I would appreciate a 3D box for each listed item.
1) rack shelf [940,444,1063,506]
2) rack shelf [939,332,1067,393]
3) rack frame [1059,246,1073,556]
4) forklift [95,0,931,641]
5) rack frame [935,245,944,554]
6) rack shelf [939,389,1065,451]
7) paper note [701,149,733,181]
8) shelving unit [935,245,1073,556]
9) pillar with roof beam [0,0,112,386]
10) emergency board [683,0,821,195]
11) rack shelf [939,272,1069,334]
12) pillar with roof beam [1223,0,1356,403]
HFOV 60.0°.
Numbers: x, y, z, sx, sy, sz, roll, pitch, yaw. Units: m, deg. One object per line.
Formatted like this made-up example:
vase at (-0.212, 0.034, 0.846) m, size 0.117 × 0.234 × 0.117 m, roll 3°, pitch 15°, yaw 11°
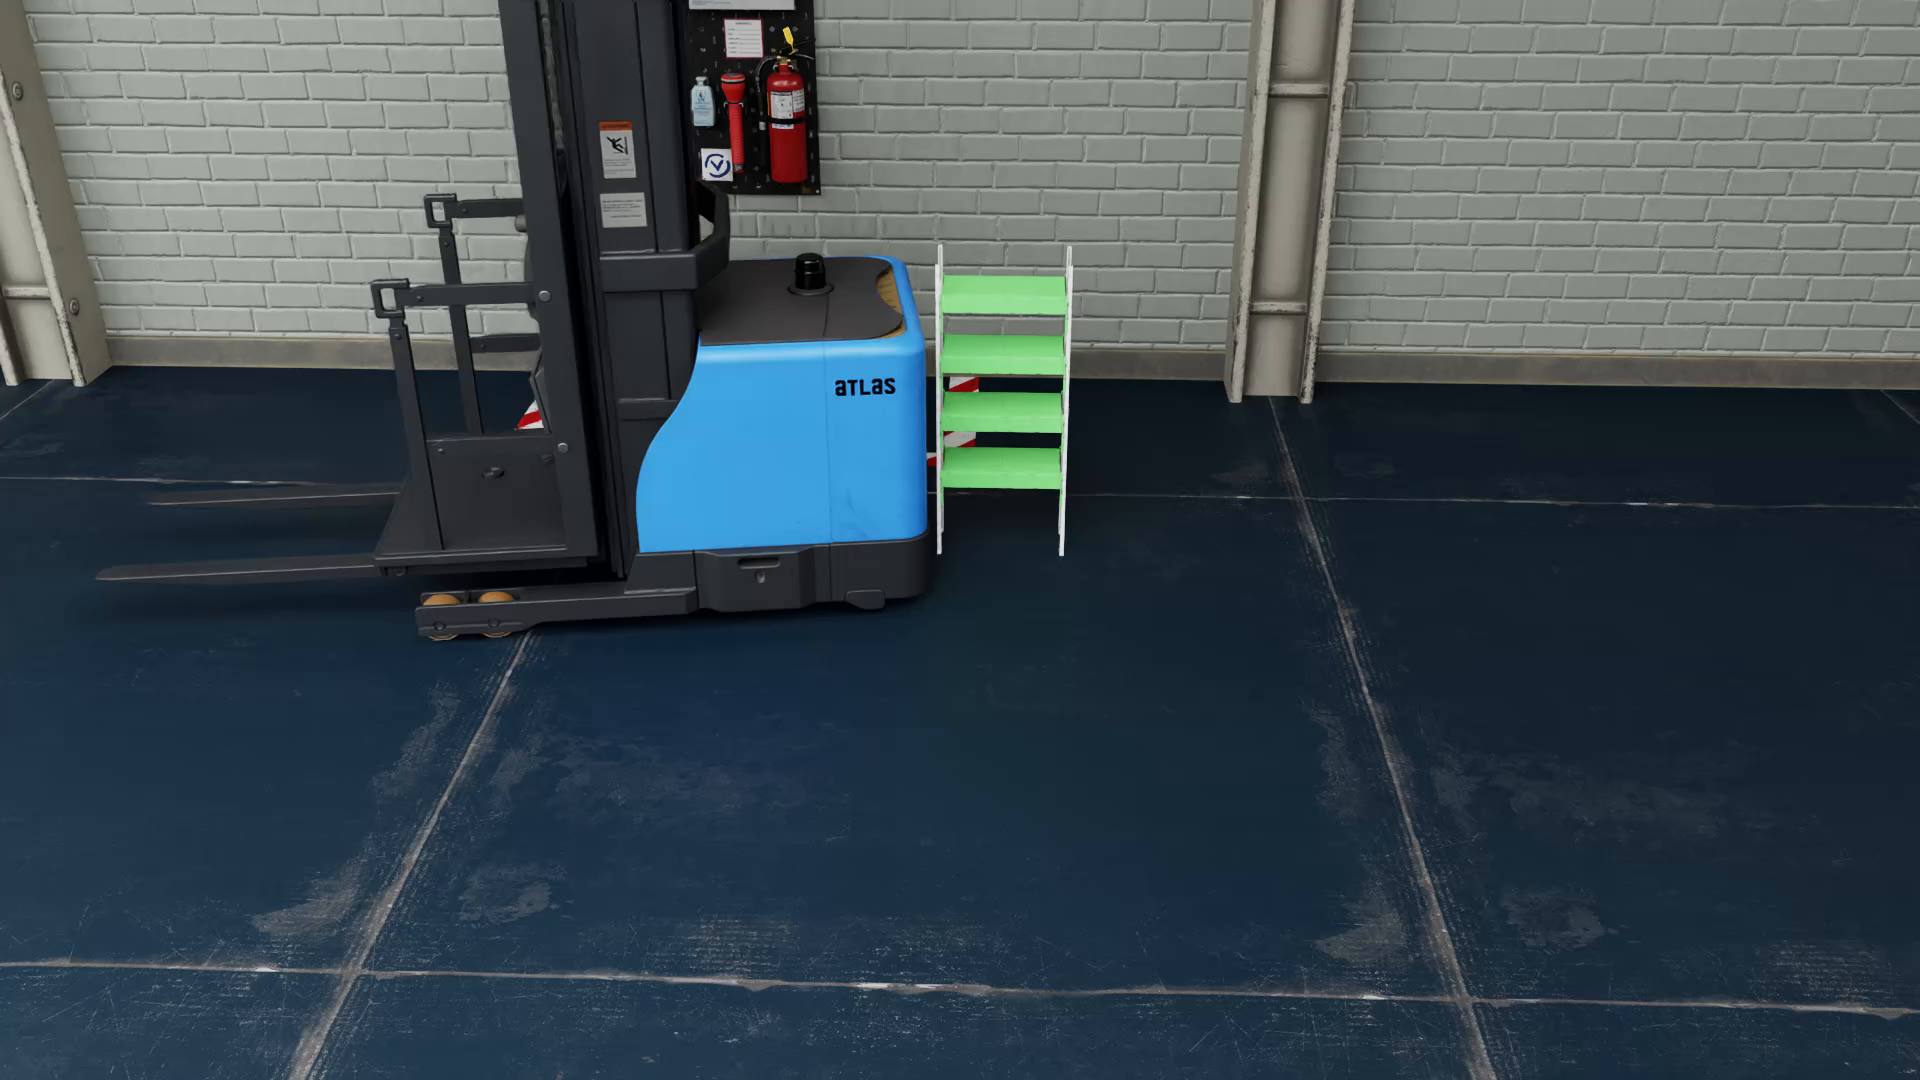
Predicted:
rack shelf at (0.165, -0.259, 6.606) m, size 0.480 × 0.148 × 0.258 m, roll 1°, pitch 28°, yaw 2°
rack shelf at (0.165, -0.683, 6.381) m, size 0.480 × 0.148 × 0.258 m, roll 1°, pitch 28°, yaw 2°
rack frame at (0.409, -0.523, 6.456) m, size 0.015 × 1.200 × 0.240 m, roll 1°, pitch 28°, yaw 2°
forklift at (-1.660, -1.189, 5.864) m, size 3.031 × 2.935 × 1.130 m, roll -3°, pitch 28°, yaw -5°
rack frame at (-0.078, -0.531, 6.471) m, size 0.015 × 1.200 × 0.240 m, roll 1°, pitch 28°, yaw 2°
rack shelf at (0.165, -0.471, 6.494) m, size 0.480 × 0.148 × 0.258 m, roll 1°, pitch 28°, yaw 2°
paper note at (-1.142, -1.762, 7.812) m, size 0.142 × 0.148 × 0.016 m, roll 1°, pitch 28°, yaw 2°
shelving unit at (0.165, -0.527, 6.464) m, size 0.503 × 1.200 × 0.258 m, roll 1°, pitch 28°, yaw 2°
pillar with roof beam at (-4.647, -2.792, 2.409) m, size 0.400 × 9.000 × 9.100 m, roll 1°, pitch 28°, yaw 2°
emergency board at (-0.967, -2.116, 7.539) m, size 0.643 × 1.169 × 0.194 m, roll 1°, pitch 28°, yaw 2°
rack shelf at (0.165, -0.895, 6.269) m, size 0.480 × 0.148 × 0.258 m, roll 1°, pitch 28°, yaw 2°
pillar with roof beam at (1.349, -2.693, 2.222) m, size 0.400 × 9.000 × 9.100 m, roll 1°, pitch 28°, yaw 2°
